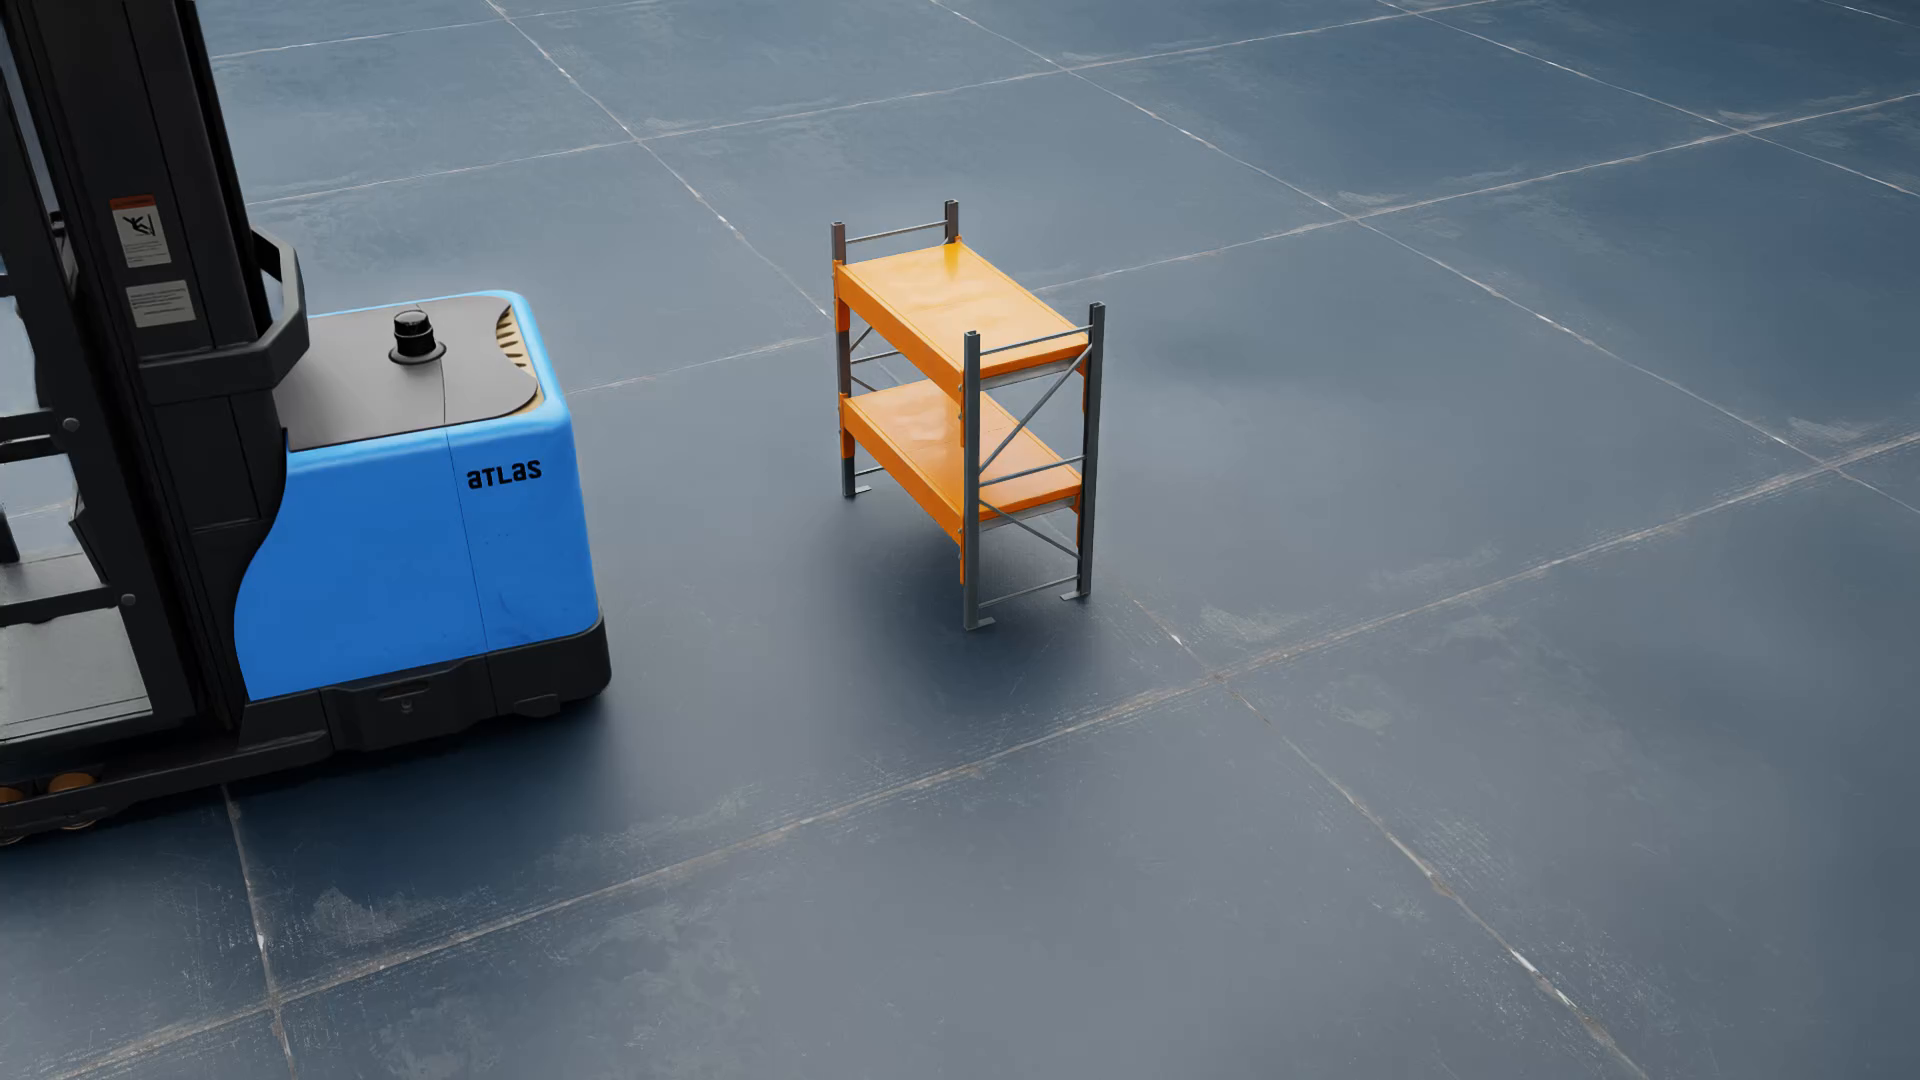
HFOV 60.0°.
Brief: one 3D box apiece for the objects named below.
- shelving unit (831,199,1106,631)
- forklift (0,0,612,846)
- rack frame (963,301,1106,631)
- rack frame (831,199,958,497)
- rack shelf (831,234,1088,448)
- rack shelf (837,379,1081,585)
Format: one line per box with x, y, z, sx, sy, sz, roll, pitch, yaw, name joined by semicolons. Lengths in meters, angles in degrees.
0.003;-0.470;5.942;0.538;1.125;1.048;-16;36;-23;shelving unit
-2.707;-0.665;4.571;3.031;2.935;1.130;-12;34;-17;forklift
0.240;-0.228;5.563;0.500;1.125;0.032;-16;36;-23;rack frame
-0.234;-0.713;6.320;0.500;1.125;0.032;-16;36;-23;rack frame
0.003;-0.717;5.784;0.538;0.278;1.000;-16;36;-23;rack shelf
0.003;-0.265;6.073;0.538;0.278;1.000;-16;36;-23;rack shelf
